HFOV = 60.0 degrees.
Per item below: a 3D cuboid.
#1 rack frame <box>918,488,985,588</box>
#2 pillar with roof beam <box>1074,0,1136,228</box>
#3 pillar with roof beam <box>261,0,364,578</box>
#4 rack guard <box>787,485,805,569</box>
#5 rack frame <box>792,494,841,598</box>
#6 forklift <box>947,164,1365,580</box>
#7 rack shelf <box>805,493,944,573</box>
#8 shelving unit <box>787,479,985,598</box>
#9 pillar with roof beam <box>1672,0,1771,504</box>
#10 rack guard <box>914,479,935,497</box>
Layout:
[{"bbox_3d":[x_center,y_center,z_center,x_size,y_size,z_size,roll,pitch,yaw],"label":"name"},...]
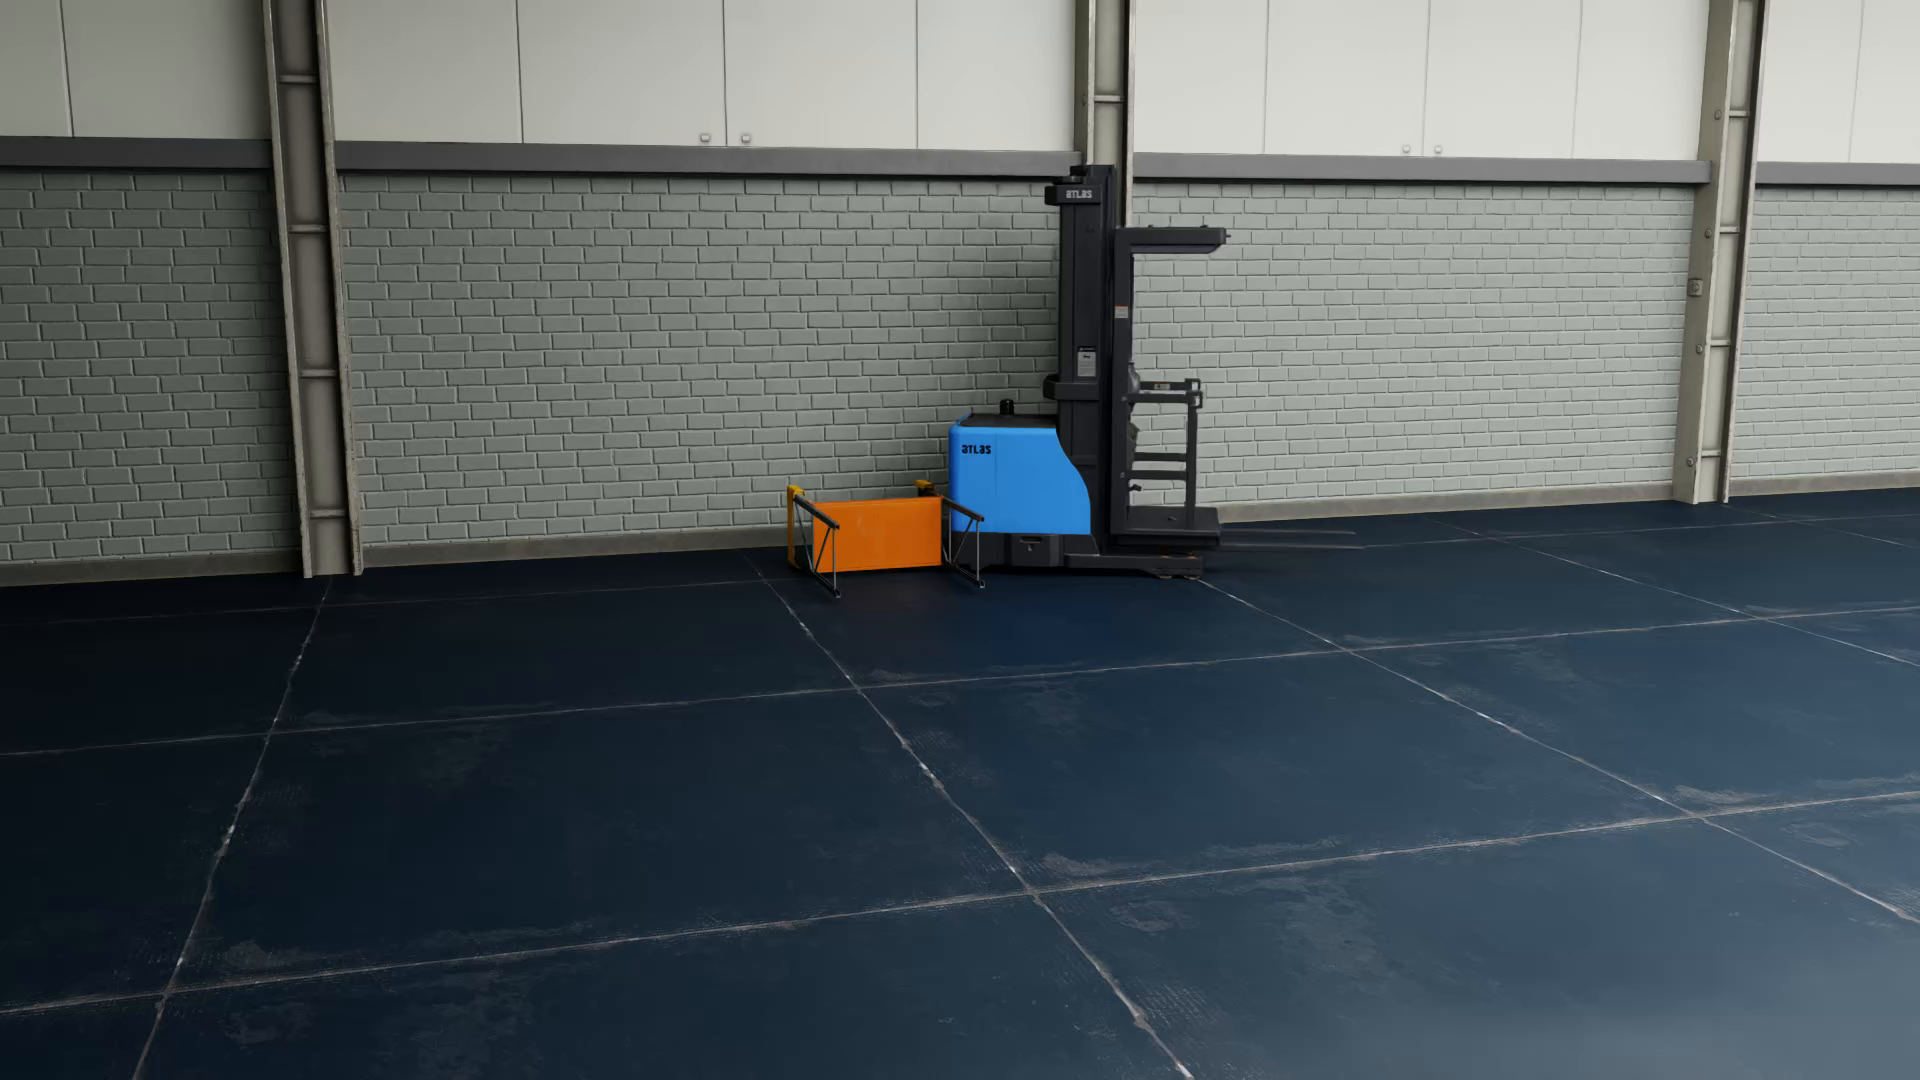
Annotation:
[{"bbox_3d":[-0.077,-0.046,12.100,0.032,0.500,1.500,-3,11,-18],"label":"rack frame"},{"bbox_3d":[2.353,-3.742,9.017,0.400,9.000,9.100,-3,11,-16],"label":"pillar with roof beam"},{"bbox_3d":[-3.408,-3.438,7.368,0.400,9.000,9.100,-3,11,-16],"label":"pillar with roof beam"},{"bbox_3d":[-1.218,-0.098,12.384,0.087,0.587,0.250,-3,11,-18],"label":"rack guard"},{"bbox_3d":[-1.045,0.011,11.794,0.032,0.500,1.500,-3,11,-18],"label":"rack frame"},{"bbox_3d":[1.459,-1.257,12.278,3.031,2.935,1.130,1,11,7],"label":"forklift"},{"bbox_3d":[-0.616,-0.048,12.115,1.000,0.538,0.185,-3,11,-18],"label":"rack shelf"},{"bbox_3d":[-0.552,-0.018,11.950,1.083,0.587,1.500,-3,11,-18],"label":"shelving unit"},{"bbox_3d":[8.114,-4.045,10.667,0.400,9.000,9.100,-3,11,-16],"label":"pillar with roof beam"},{"bbox_3d":[-0.270,-0.153,12.685,0.087,0.587,0.250,-3,11,-18],"label":"rack guard"}]
